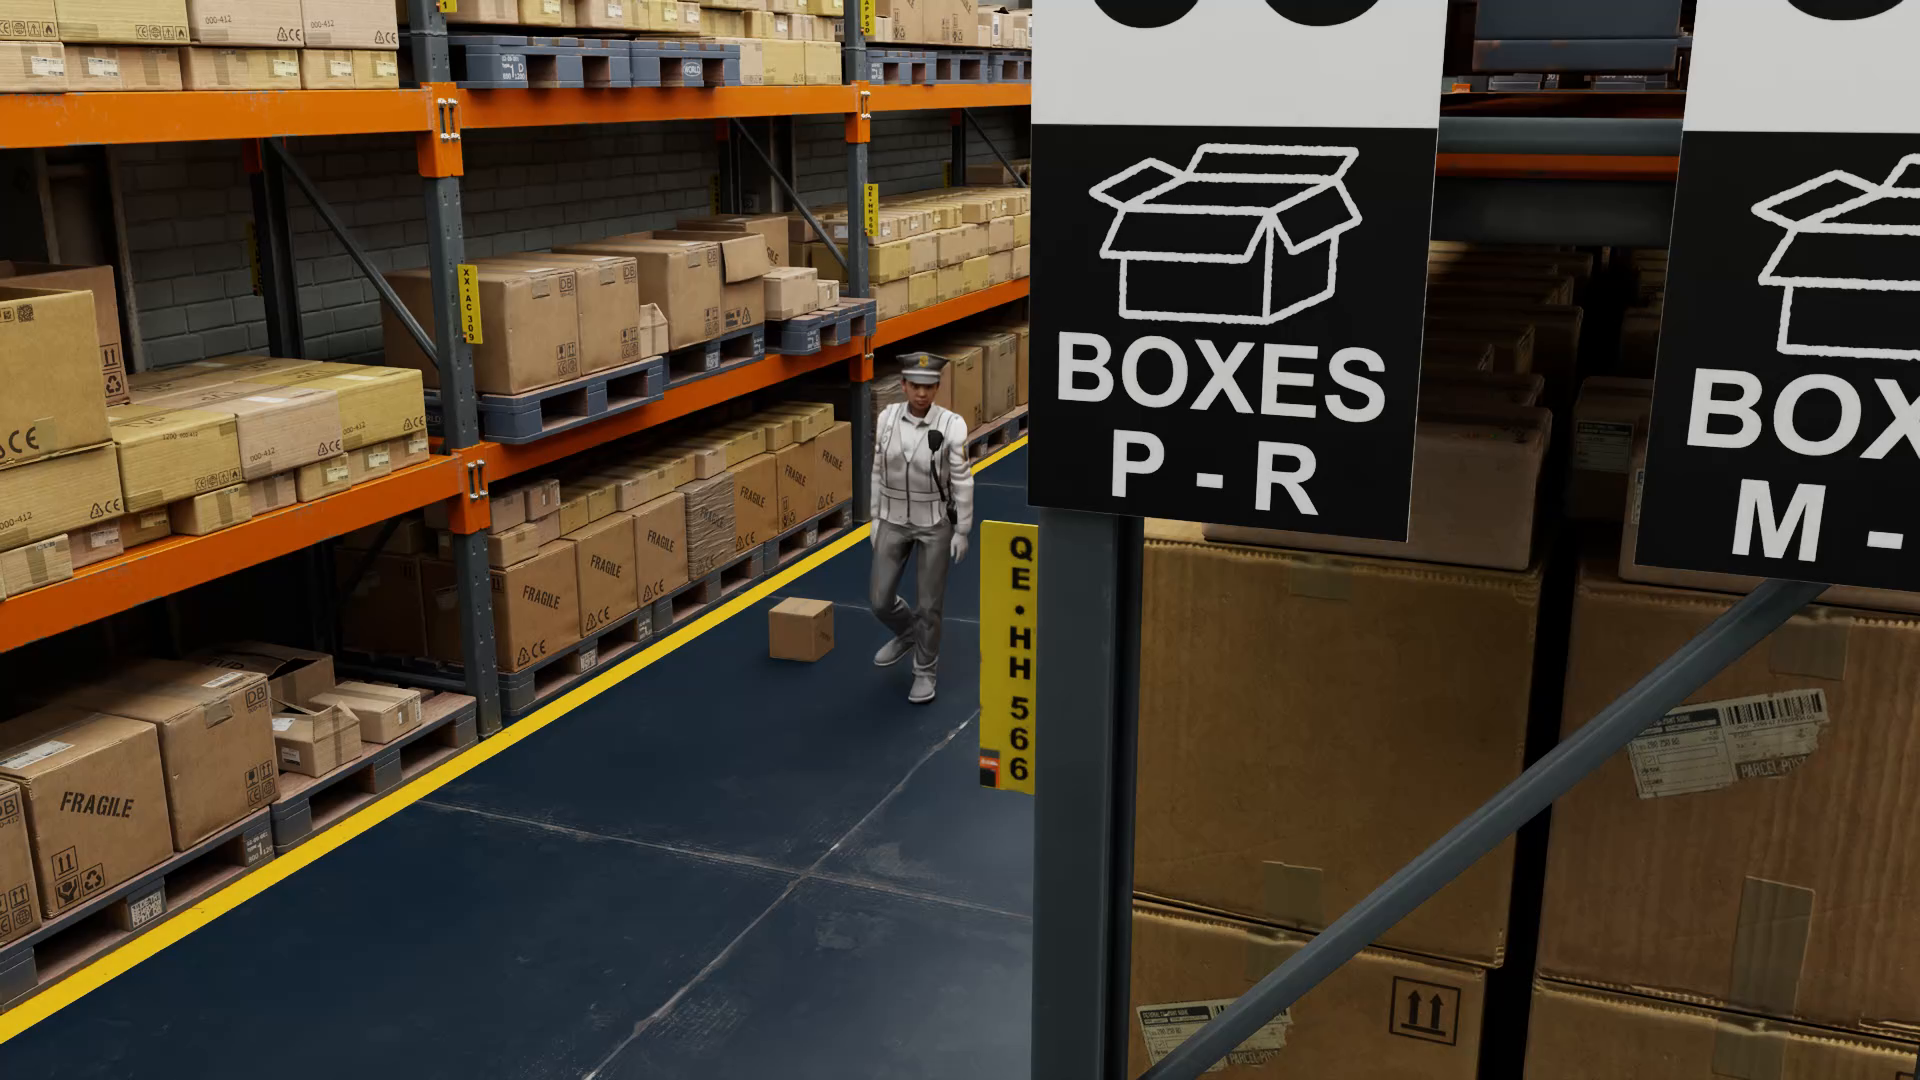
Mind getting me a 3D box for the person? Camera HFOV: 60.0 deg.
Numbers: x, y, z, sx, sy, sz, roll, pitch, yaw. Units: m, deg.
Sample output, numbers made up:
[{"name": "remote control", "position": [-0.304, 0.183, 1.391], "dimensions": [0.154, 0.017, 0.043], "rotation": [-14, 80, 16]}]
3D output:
[{"name": "person", "position": [3.750, -0.697, 9.017], "dimensions": [7.393, 2.202, 5.191], "rotation": [4, 16, 14]}]
